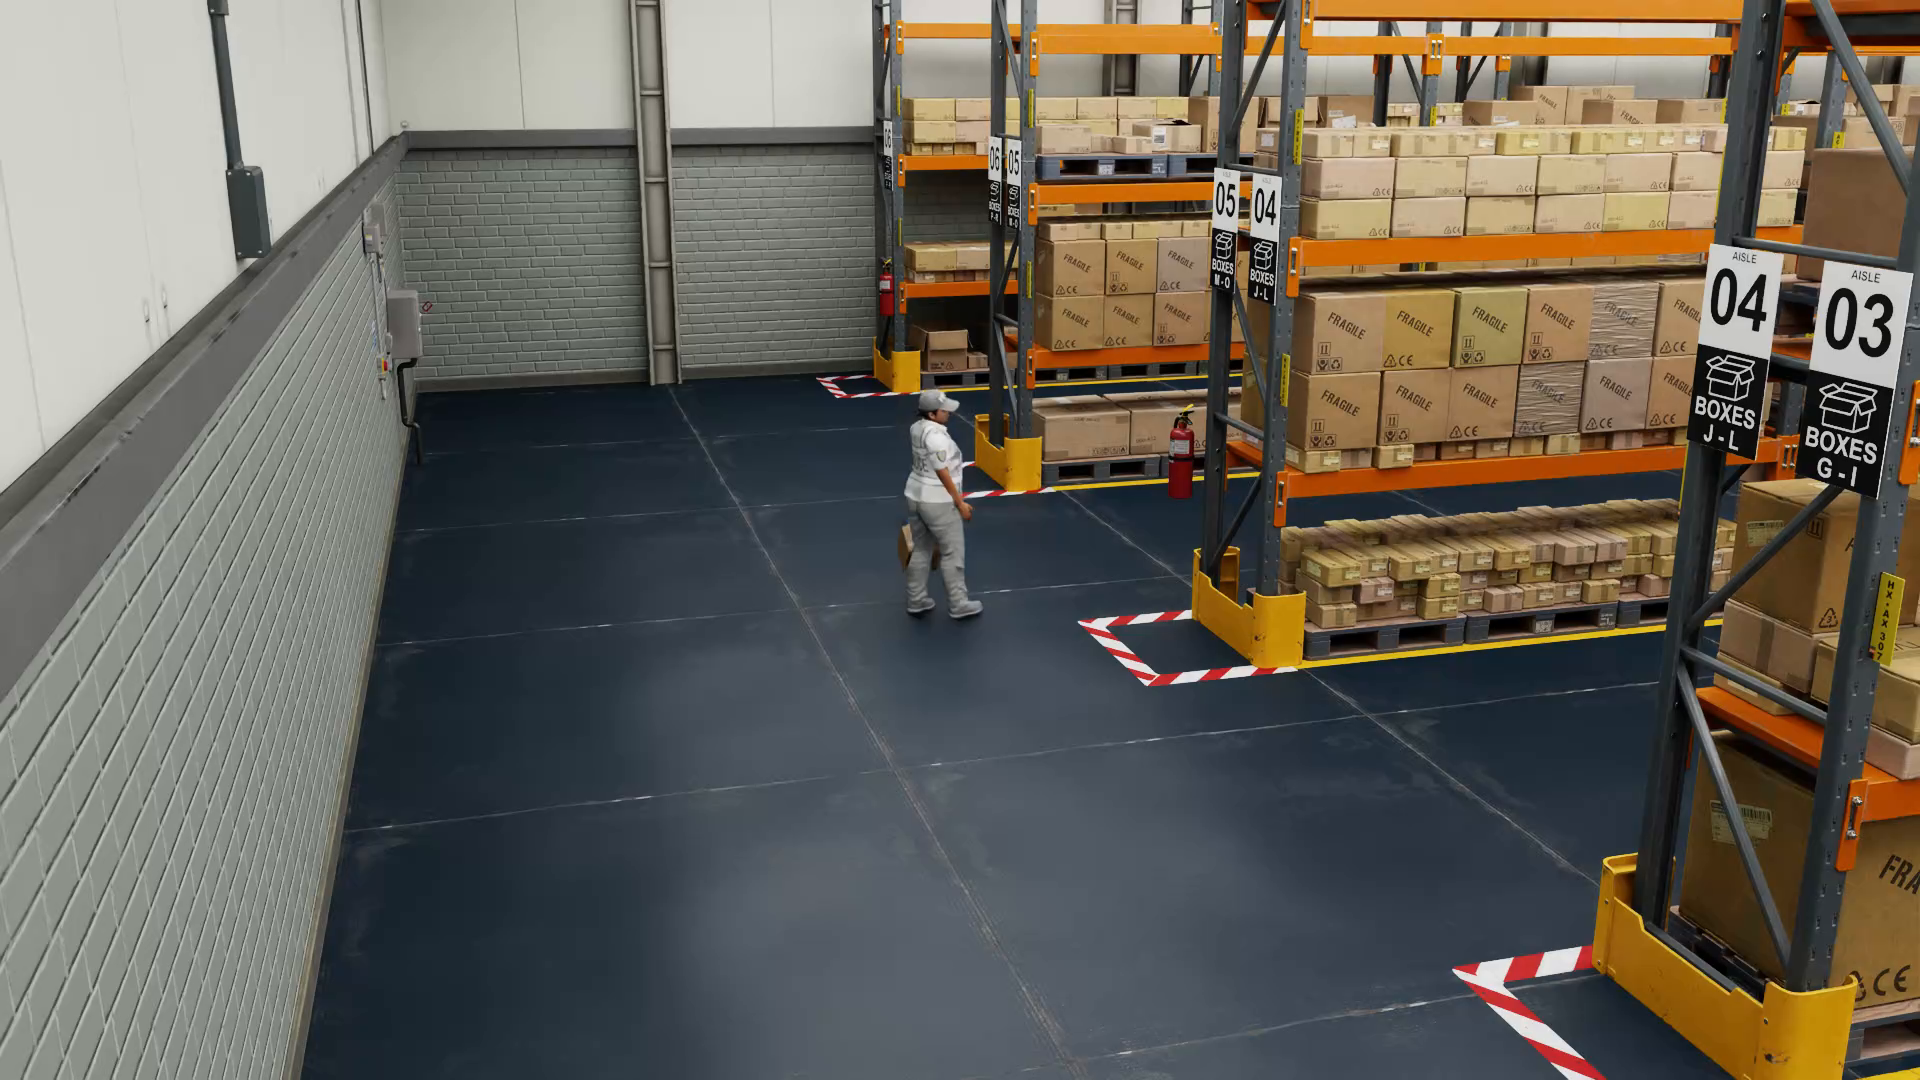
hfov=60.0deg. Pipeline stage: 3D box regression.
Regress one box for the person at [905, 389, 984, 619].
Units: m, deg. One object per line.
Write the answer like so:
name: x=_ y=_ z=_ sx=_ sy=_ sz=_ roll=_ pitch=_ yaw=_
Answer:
person: x=-0.119 y=-0.267 z=11.886 sx=0.534 sy=1.670 sz=0.520 roll=-8 pitch=18 yaw=-26
